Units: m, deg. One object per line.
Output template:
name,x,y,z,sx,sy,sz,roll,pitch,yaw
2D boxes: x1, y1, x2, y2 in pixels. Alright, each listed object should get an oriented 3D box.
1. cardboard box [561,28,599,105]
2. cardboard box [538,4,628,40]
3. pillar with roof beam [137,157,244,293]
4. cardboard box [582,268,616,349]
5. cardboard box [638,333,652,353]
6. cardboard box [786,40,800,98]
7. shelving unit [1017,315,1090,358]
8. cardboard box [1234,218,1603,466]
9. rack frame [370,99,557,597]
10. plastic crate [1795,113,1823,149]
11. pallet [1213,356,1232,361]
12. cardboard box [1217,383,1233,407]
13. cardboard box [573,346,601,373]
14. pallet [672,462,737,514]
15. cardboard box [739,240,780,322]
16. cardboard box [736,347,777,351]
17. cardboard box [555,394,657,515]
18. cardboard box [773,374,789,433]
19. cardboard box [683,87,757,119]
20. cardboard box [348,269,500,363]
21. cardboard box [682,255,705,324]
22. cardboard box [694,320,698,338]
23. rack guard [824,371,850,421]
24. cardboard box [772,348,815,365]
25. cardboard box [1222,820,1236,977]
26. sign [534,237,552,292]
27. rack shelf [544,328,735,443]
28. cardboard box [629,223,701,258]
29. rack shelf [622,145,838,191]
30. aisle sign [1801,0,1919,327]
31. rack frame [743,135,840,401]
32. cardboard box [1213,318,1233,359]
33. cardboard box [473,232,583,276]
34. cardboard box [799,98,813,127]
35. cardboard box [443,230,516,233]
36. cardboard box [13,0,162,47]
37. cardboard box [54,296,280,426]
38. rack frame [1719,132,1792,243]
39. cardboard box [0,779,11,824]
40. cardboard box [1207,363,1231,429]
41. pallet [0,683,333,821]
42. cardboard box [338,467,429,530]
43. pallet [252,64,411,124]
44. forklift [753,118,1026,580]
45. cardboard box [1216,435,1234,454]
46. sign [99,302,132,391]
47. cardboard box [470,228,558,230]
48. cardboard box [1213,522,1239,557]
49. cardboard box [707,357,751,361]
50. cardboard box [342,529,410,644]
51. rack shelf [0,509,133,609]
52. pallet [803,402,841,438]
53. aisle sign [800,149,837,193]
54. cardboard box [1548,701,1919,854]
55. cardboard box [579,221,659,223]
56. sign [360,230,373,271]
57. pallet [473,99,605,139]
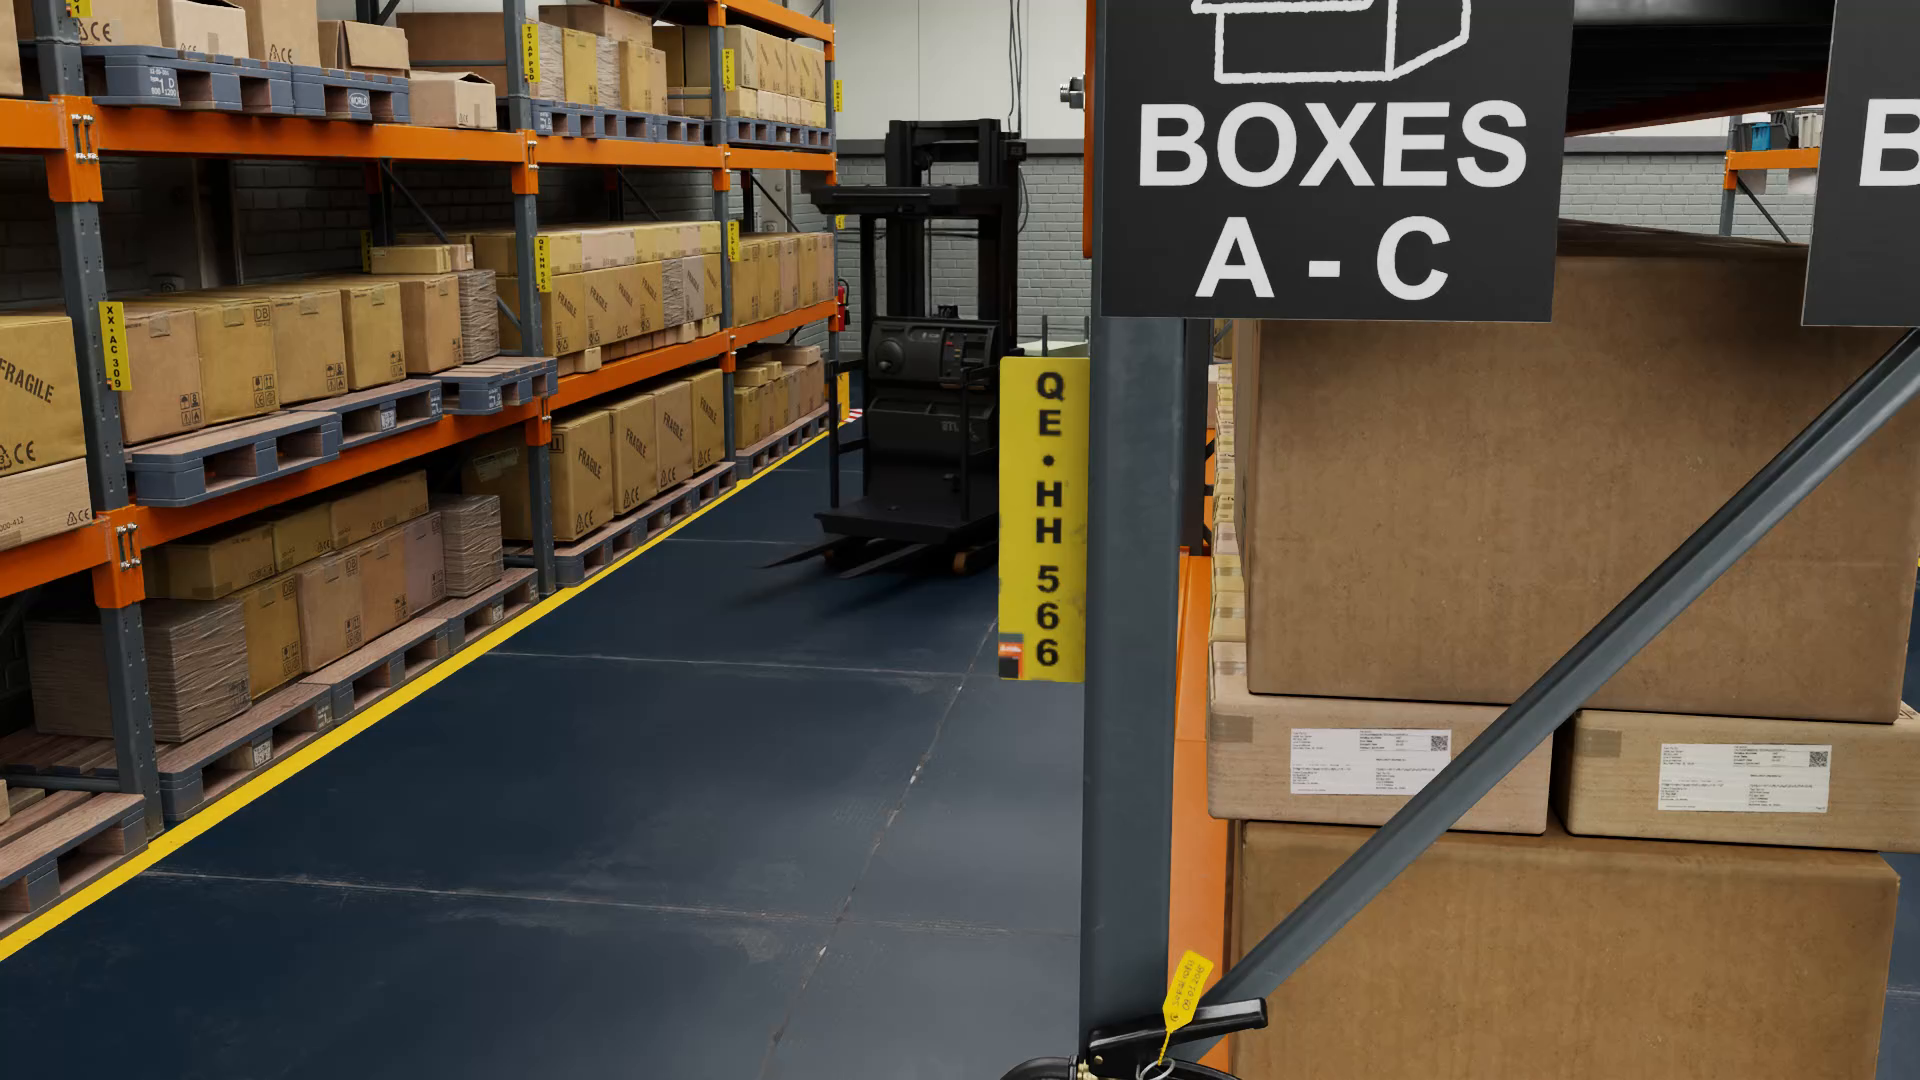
cardboard box,-2.897,-3.200,11.320,0.700,0.500,0.500,3,12,12
cardboard box,-2.762,-3.775,12.210,0.500,0.250,0.500,1,12,7
pillar with roof beam,0.157,-3.691,7.759,9.100,9.000,0.400,2,12,9
cardboard box,-2.625,-1.546,11.055,0.500,0.500,0.500,2,12,11
cardboard box,-2.490,-1.462,12.207,0.380,0.149,0.250,2,12,10
cardboard box,-1.815,-4.445,15.722,0.500,0.500,0.500,1,12,6
shelving unit,0.648,-0.956,12.862,0.431,1.500,0.755,7,14,29
cardboard box,0.944,-0.425,3.528,0.700,0.500,0.500,2,12,9
rack frame,-3.042,-1.140,10.164,1.000,3.000,0.127,2,12,9
plastic crate,7.331,-3.441,14.004,0.437,0.282,0.530,2,12,9
pallet,1.888,-1.030,10.108,1.213,0.211,1.003,2,12,9
cardboard box,0.929,-0.358,4.757,0.380,0.149,0.250,2,12,7
cardboard box,-2.591,-1.193,10.957,0.380,0.149,0.250,2,12,10
pallet,-2.471,-0.447,13.564,1.003,0.211,1.213,2,12,9
cardboard box,-2.210,-2.384,15.221,0.980,0.700,0.700,2,12,7
cardboard box,-2.076,-1.884,17.012,0.380,0.149,0.250,2,12,9
cardboard box,-2.659,-0.625,11.882,0.750,0.750,0.750,2,12,8
cardboard box,-2.049,-1.320,15.934,0.700,0.500,0.500,2,12,10
cardboard box,-2.060,-3.755,14.300,0.500,0.250,0.500,2,12,8
cardboard box,-3.105,-1.306,9.651,0.700,0.500,0.500,0,12,2
cardboard box,-2.318,-1.966,13.005,0.500,0.500,0.500,2,12,9
cardboard box,-2.299,-1.674,13.192,0.380,0.149,0.250,2,12,10
rack guard,-1.808,-1.588,18.178,1.175,0.500,0.348,2,12,9
cardboard box,-1.699,-1.871,16.952,0.380,0.149,0.250,2,12,10
cardboard box,0.783,0.430,2.641,0.700,0.500,0.500,2,12,10
sign,-2.505,-1.652,9.978,0.100,0.325,0.005,2,12,9
rack shelf,-2.735,-1.205,12.171,1.077,0.370,4.000,2,12,9
cardboard box,-2.334,-2.332,12.922,0.500,0.250,0.500,2,12,10
rack shelf,-2.120,-3.504,15.719,1.077,0.370,4.000,2,12,9
aisle sign,0.915,-0.562,1.312,0.394,0.787,0.004,2,12,9
rack frame,-1.812,-2.805,17.891,1.000,3.000,0.127,2,12,9
cardboard box,1.838,-1.369,9.993,0.700,0.500,0.500,-2,12,-10
cardboard box,-2.713,-1.803,10.468,0.500,0.250,0.500,2,12,10
cardboard box,-1.741,-4.183,16.286,0.500,0.250,0.500,1,12,7
cardboard box,-3.146,-1.921,11.017,0.500,0.250,0.500,1,12,7
cardboard box,-3.494,-2.139,6.445,0.500,0.500,0.500,4,13,17
cardboard box,-3.453,-0.792,7.268,0.700,0.500,0.500,3,13,14
rack frame,7.977,-2.484,16.402,1.000,3.000,0.127,2,12,9
cardboard box,-3.710,0.975,6.031,0.380,0.166,0.250,0,12,1
cardboard box,1.524,-0.757,8.597,0.500,0.311,0.500,2,12,8
pallet,-3.539,0.894,7.346,1.003,0.211,1.213,2,12,9
cardboard box,-3.251,-0.232,9.057,0.500,0.250,0.500,2,12,10
pallet,-3.301,-2.023,7.586,1.213,0.211,1.003,2,12,9
forklift,-0.291,-1.302,11.078,1.130,2.935,3.031,6,14,26
cardboard box,0.770,-0.141,3.753,0.380,0.149,0.250,2,12,8
sign,-3.120,-0.715,6.135,0.100,0.325,0.005,2,12,9
cardboard box,-3.064,-2.028,11.512,0.500,0.250,0.500,2,12,7
cardboard box,0.612,0.073,2.757,0.380,0.149,0.250,2,12,9
cardboard box,-2.232,-1.673,16.032,0.380,0.149,0.250,2,12,8
cardboard box,-3.344,0.226,8.713,0.700,0.500,0.500,2,12,8
rack shelf,-3.965,0.461,4.444,1.077,0.370,4.000,2,12,9
pallet,-1.858,-1.273,17.401,1.003,0.211,1.213,2,12,9
aisle sign,-1.505,-4.082,17.642,0.394,0.787,0.004,2,12,9
cardboard box,0.896,0.244,1.963,0.380,0.149,0.250,2,12,8
cardboard box,-2.755,-2.456,13.499,0.500,0.250,0.500,2,12,10
sign,-3.591,-1.723,10.122,0.100,0.325,0.005,2,12,9
pallet,-2.996,-2.650,10.497,1.213,0.211,1.003,2,12,11
